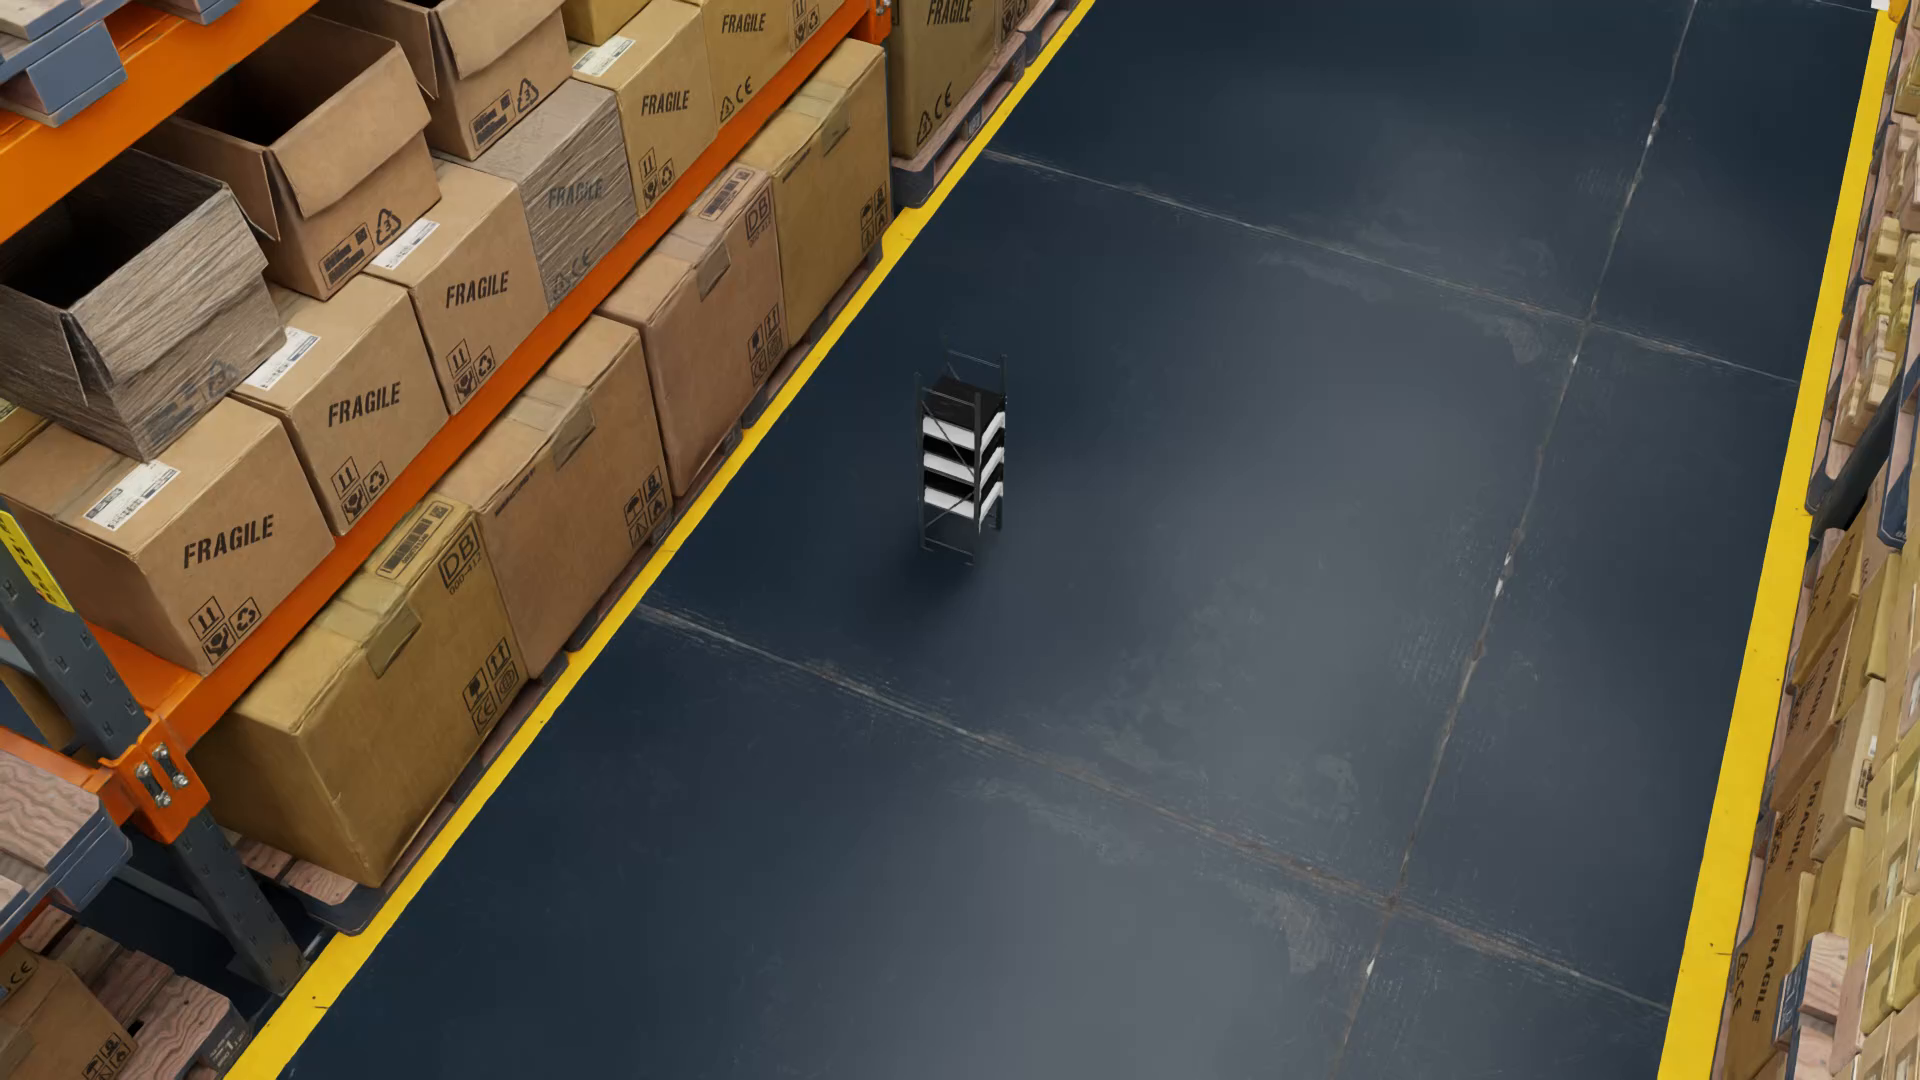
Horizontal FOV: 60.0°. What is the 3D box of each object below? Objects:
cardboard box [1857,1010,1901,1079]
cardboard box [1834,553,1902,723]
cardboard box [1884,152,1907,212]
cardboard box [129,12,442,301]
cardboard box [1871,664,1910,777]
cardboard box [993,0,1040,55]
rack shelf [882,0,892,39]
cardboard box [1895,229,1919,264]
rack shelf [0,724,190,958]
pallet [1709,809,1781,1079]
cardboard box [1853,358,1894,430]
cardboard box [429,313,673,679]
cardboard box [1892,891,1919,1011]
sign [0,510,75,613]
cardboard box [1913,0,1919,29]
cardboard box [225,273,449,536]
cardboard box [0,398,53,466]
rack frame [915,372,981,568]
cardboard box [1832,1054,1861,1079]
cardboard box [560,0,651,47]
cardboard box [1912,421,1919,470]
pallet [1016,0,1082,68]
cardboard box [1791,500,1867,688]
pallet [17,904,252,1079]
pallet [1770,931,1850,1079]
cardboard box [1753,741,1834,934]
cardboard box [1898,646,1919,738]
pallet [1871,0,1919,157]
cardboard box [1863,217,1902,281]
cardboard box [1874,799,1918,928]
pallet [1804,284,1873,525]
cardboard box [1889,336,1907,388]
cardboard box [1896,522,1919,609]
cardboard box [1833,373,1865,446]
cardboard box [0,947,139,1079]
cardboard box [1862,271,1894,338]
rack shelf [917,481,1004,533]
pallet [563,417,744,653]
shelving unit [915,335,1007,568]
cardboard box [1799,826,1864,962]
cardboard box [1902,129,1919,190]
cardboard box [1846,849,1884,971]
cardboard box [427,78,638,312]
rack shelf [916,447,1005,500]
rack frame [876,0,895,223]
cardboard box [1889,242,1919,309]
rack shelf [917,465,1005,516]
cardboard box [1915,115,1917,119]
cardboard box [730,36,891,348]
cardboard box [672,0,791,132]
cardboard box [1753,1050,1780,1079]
[{"bbox_3d":[1.871,1.078,3.057,0.380,0.149,0.250,22,53,17],"label":"cardboard box"},{"bbox_3d":[2.888,0.369,4.840,0.500,0.250,0.500,21,53,17],"label":"cardboard box"},{"bbox_3d":[4.215,-1.493,7.147,0.380,0.149,0.250,20,52,16],"label":"cardboard box"},{"bbox_3d":[-1.875,-1.085,4.480,0.797,0.503,0.637,21,53,17],"label":"cardboard box"},{"bbox_3d":[2.307,0.476,3.765,0.380,0.149,0.250,21,53,17],"label":"cardboard box"},{"bbox_3d":[-0.035,-3.032,7.980,0.875,0.875,0.875,20,52,16],"label":"cardboard box"},{"bbox_3d":[0.081,-3.680,7.884,1.077,0.370,4.000,20,52,16],"label":"rack shelf"},{"bbox_3d":[4.005,-1.185,6.690,0.380,0.149,0.250,21,53,17],"label":"cardboard box"},{"bbox_3d":[-3.337,1.829,3.197,1.077,0.370,4.000,20,52,16],"label":"rack shelf"},{"bbox_3d":[2.817,1.431,4.894,1.003,0.211,1.213,20,52,16],"label":"pallet"},{"bbox_3d":[3.515,-0.482,6.091,0.380,0.149,0.250,21,53,17],"label":"cardboard box"},{"bbox_3d":[-1.781,-0.309,5.663,1.225,0.875,0.875,20,52,16],"label":"cardboard box"},{"bbox_3d":[1.975,0.815,3.086,0.380,0.149,0.250,21,53,17],"label":"cardboard box"},{"bbox_3d":[-1.988,0.039,3.539,0.100,0.325,0.005,20,52,16],"label":"sign"},{"bbox_3d":[4.863,-2.563,8.057,0.380,0.149,0.250,21,53,17],"label":"cardboard box"},{"bbox_3d":[-1.811,-0.416,4.569,0.500,0.500,0.500,19,52,15],"label":"cardboard box"},{"bbox_3d":[-2.496,-0.235,4.414,0.500,0.500,0.500,21,53,17],"label":"cardboard box"},{"bbox_3d":[-0.040,-0.227,5.852,0.240,0.900,0.006,20,52,16],"label":"rack frame"},{"bbox_3d":[1.862,1.187,3.159,0.380,0.149,0.250,20,52,16],"label":"cardboard box"},{"bbox_3d":[-1.343,-1.982,5.243,0.797,0.503,0.637,20,53,16],"label":"cardboard box"},{"bbox_3d":[2.752,-0.250,4.382,0.380,0.149,0.250,20,53,16],"label":"cardboard box"},{"bbox_3d":[0.142,-2.974,8.642,1.003,0.211,1.213,20,52,16],"label":"pallet"},{"bbox_3d":[3.112,0.244,5.439,0.500,0.500,0.500,22,53,17],"label":"cardboard box"},{"bbox_3d":[-2.818,1.659,4.699,1.003,0.211,1.213,20,52,16],"label":"pallet"},{"bbox_3d":[2.167,1.438,3.182,1.213,0.211,1.003,20,52,16],"label":"pallet"},{"bbox_3d":[2.676,0.974,4.817,0.500,0.500,0.500,21,53,17],"label":"cardboard box"},{"bbox_3d":[2.307,0.373,3.657,0.380,0.149,0.250,21,53,17],"label":"cardboard box"},{"bbox_3d":[4.965,-2.103,7.901,1.003,0.211,1.213,20,52,16],"label":"pallet"},{"bbox_3d":[3.969,-1.159,6.862,0.380,0.149,0.250,20,52,16],"label":"cardboard box"},{"bbox_3d":[2.088,0.724,3.359,0.380,0.149,0.250,20,52,16],"label":"cardboard box"},{"bbox_3d":[3.923,-0.423,6.471,1.003,0.211,1.213,20,52,16],"label":"pallet"},{"bbox_3d":[3.584,-0.588,5.986,0.380,0.149,0.250,21,53,17],"label":"cardboard box"},{"bbox_3d":[2.531,0.115,4.072,0.380,0.149,0.250,19,52,15],"label":"cardboard box"},{"bbox_3d":[3.527,-0.446,6.256,0.380,0.149,0.250,20,53,17],"label":"cardboard box"},{"bbox_3d":[-2.751,1.354,4.481,0.700,0.500,0.500,17,52,14],"label":"cardboard box"},{"bbox_3d":[3.718,-0.862,6.415,0.380,0.149,0.250,18,52,15],"label":"cardboard box"},{"bbox_3d":[0.003,-0.159,6.075,0.258,0.077,0.200,20,52,16],"label":"rack shelf"},{"bbox_3d":[-1.555,-0.234,6.310,1.003,0.211,1.213,20,52,16],"label":"pallet"},{"bbox_3d":[0.003,-0.297,5.912,0.258,0.900,0.210,20,52,16],"label":"shelving unit"},{"bbox_3d":[2.451,1.080,4.235,0.500,0.250,0.500,21,53,17],"label":"cardboard box"},{"bbox_3d":[4.075,-1.510,6.770,0.380,0.149,0.250,18,52,15],"label":"cardboard box"},{"bbox_3d":[2.081,0.840,3.455,0.380,0.149,0.250,19,52,16],"label":"cardboard box"},{"bbox_3d":[-1.379,-1.114,5.163,0.500,0.500,0.500,20,52,16],"label":"cardboard box"},{"bbox_3d":[0.003,-0.276,5.937,0.258,0.077,0.200,20,52,16],"label":"rack shelf"},{"bbox_3d":[-0.774,-2.536,6.439,1.000,3.000,0.127,20,52,16],"label":"rack frame"},{"bbox_3d":[3.758,-0.950,6.294,0.380,0.149,0.250,19,52,16],"label":"cardboard box"},{"bbox_3d":[0.003,-0.217,6.006,0.258,0.077,0.200,20,52,16],"label":"rack shelf"},{"bbox_3d":[4.495,-1.836,7.439,0.380,0.149,0.250,20,52,16],"label":"cardboard box"},{"bbox_3d":[-1.029,-1.537,6.707,1.225,0.875,0.875,20,52,16],"label":"cardboard box"},{"bbox_3d":[-0.944,-1.819,5.763,0.500,0.500,0.500,21,53,17],"label":"cardboard box"},{"bbox_3d":[2.229,1.681,4.216,0.500,0.500,0.500,22,53,18],"label":"cardboard box"}]
